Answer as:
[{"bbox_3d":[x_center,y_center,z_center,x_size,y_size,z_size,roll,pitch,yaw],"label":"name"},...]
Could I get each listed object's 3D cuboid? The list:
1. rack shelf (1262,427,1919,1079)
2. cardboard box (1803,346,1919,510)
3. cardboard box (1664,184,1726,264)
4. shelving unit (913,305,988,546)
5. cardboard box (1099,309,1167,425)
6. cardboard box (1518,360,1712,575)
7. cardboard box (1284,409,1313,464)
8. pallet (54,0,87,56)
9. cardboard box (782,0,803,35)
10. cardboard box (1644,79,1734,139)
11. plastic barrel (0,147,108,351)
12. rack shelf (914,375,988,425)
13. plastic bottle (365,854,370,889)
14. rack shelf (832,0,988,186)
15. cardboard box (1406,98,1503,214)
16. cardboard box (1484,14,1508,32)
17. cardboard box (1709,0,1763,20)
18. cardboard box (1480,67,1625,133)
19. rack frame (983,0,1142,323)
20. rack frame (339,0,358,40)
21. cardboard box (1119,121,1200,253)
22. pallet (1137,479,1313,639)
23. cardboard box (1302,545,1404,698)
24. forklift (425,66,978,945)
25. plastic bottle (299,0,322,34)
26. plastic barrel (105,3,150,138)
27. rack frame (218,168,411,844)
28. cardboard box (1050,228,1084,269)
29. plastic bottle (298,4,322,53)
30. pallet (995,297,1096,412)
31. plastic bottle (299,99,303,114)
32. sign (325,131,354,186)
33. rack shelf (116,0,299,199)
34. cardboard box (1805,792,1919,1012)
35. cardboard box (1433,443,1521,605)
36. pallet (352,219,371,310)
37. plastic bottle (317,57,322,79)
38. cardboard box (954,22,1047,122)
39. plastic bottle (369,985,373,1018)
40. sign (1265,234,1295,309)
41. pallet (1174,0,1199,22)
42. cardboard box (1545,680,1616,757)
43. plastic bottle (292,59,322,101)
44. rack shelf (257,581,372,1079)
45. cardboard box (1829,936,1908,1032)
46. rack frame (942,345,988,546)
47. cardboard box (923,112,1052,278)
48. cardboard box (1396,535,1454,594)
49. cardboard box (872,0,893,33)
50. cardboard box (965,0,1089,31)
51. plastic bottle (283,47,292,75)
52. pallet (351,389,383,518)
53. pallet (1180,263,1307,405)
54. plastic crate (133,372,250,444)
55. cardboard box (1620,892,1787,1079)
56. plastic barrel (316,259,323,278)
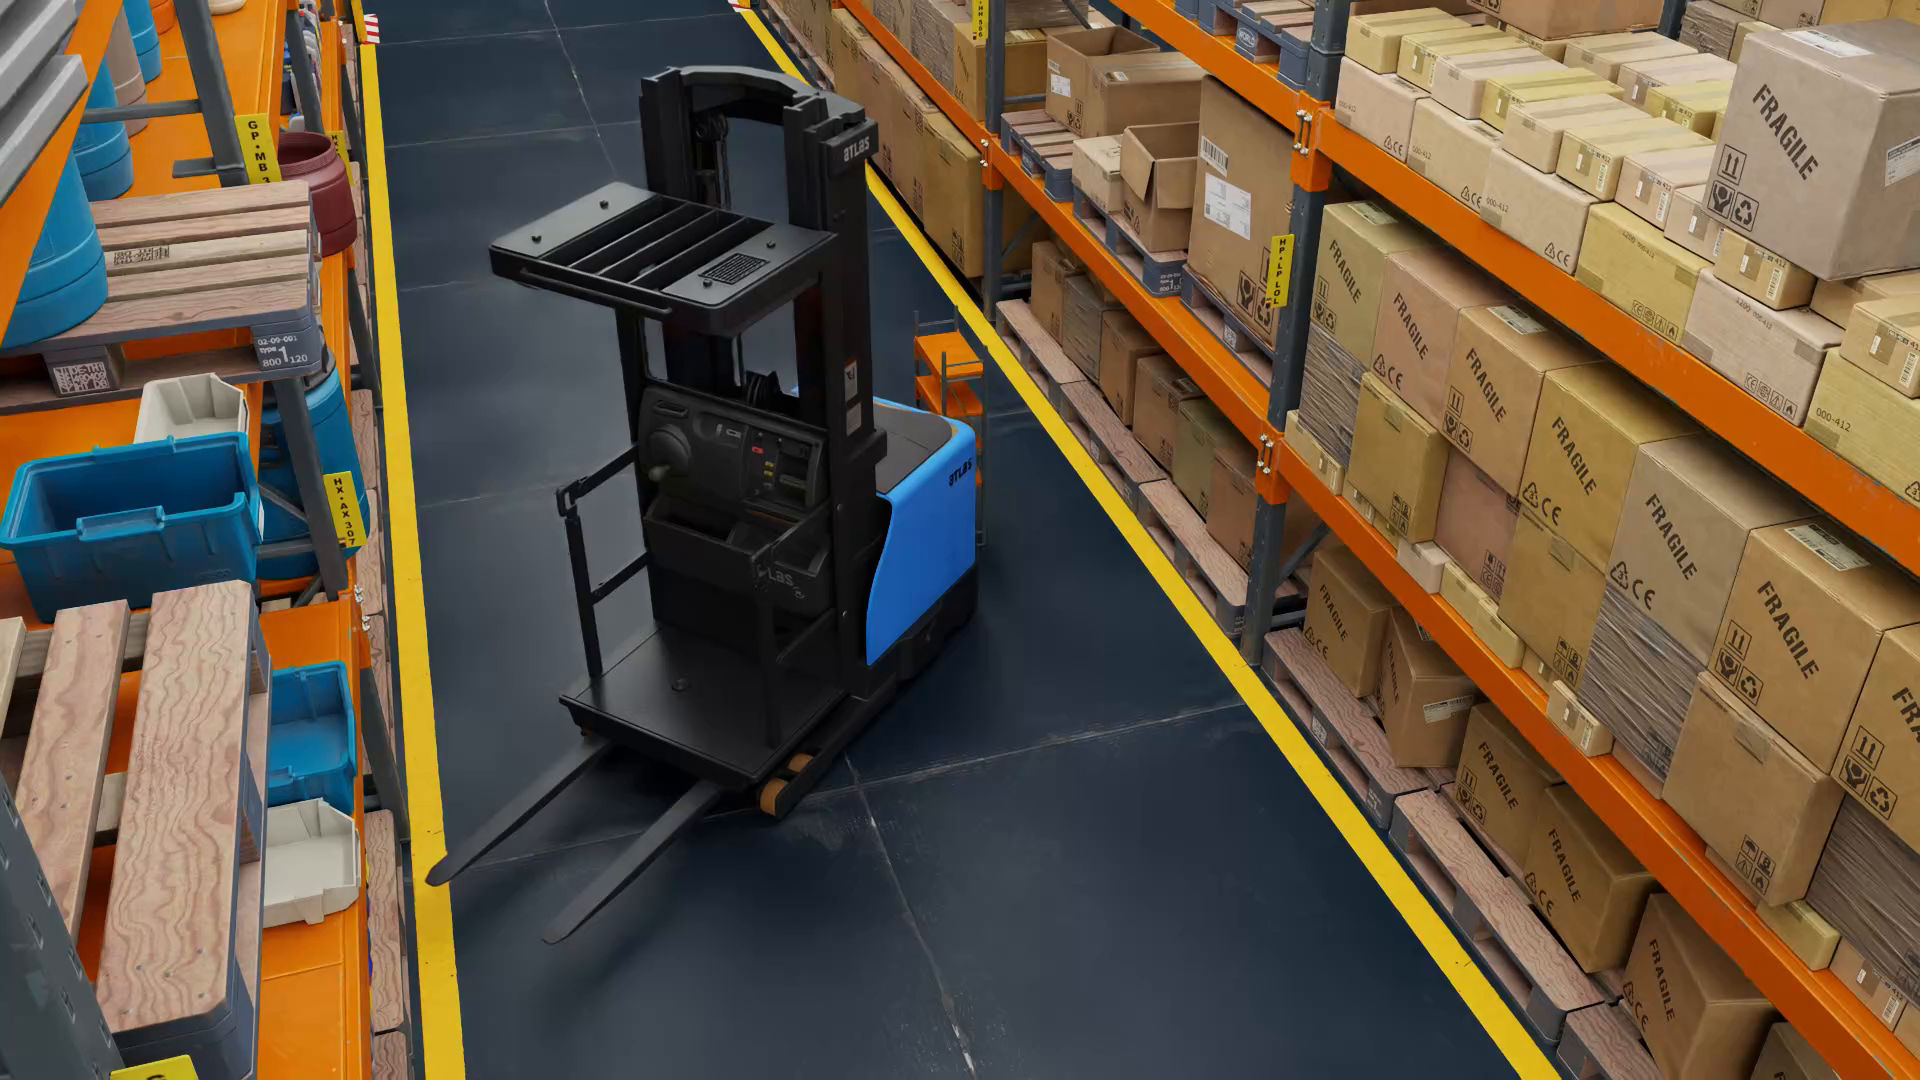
[{"bbox_3d":[2.484,0.608,6.081,1.077,0.370,4.000,-10,35,-15],"label":"rack shelf"},{"bbox_3d":[2.550,-0.303,4.222,0.500,0.250,0.500,-10,35,-14],"label":"cardboard box"},{"bbox_3d":[2.283,-0.927,4.804,0.380,0.149,0.250,-12,35,-17],"label":"cardboard box"},{"bbox_3d":[-0.050,-0.587,8.870,0.258,1.200,0.503,-10,35,-15],"label":"shelving unit"},{"bbox_3d":[1.238,-1.049,9.804,0.700,0.500,0.500,-7,34,-11],"label":"cardboard box"},{"bbox_3d":[2.238,-0.261,5.475,0.500,0.500,0.500,-10,35,-15],"label":"cardboard box"},{"bbox_3d":[1.653,-0.474,7.294,0.380,0.149,0.250,-10,35,-15],"label":"cardboard box"},{"bbox_3d":[-2.189,-1.097,3.101,1.003,0.211,1.213,-10,35,-15],"label":"pallet"},{"bbox_3d":[-1.237,-5.531,16.265,0.875,0.875,0.875,-10,35,-15],"label":"cardboard box"},{"bbox_3d":[2.519,-1.414,5.542,0.380,0.149,0.250,-9,34,-13],"label":"cardboard box"},{"bbox_3d":[-2.641,-1.004,4.312,0.600,0.901,0.708,-10,35,-15],"label":"plastic barrel"},{"bbox_3d":[-0.050,-0.718,8.784,0.258,0.148,0.480,-10,35,-15],"label":"rack shelf"},{"bbox_3d":[-2.382,1.238,6.540,0.061,0.283,0.133,-8,34,-12],"label":"plastic bottle"},{"bbox_3d":[0.044,-3.592,12.437,1.077,0.370,4.000,-10,35,-15],"label":"rack shelf"},{"bbox_3d":[1.934,-1.375,5.844,0.500,0.250,0.500,-10,35,-15],"label":"cardboard box"},{"bbox_3d":[2.248,-1.975,6.391,0.380,0.149,0.250,-9,35,-13],"label":"cardboard box"},{"bbox_3d":[5.536,-3.845,11.169,0.700,0.500,0.500,-10,35,-15],"label":"cardboard box"},{"bbox_3d":[2.004,-1.479,5.640,0.380,0.149,0.250,-9,35,-13],"label":"cardboard box"},{"bbox_3d":[0.654,-2.842,10.650,1.000,3.000,0.127,-10,35,-15],"label":"rack frame"},{"bbox_3d":[-6.503,-6.210,15.746,1.000,3.000,0.127,-10,35,-15],"label":"rack frame"},{"bbox_3d":[1.257,-1.855,8.681,0.797,0.503,0.637,-7,34,-10],"label":"cardboard box"},{"bbox_3d":[1.635,0.013,8.859,1.003,0.211,1.213,-10,35,-15],"label":"pallet"},{"bbox_3d":[1.958,0.342,7.717,0.500,0.500,0.500,-11,35,-16],"label":"cardboard box"},{"bbox_3d":[-1.083,-0.309,6.879,1.130,2.935,3.031,18,37,25],"label":"forklift"},{"bbox_3d":[-4.855,-3.905,12.371,0.152,0.276,0.135,-10,35,-15],"label":"plastic bottle"},{"bbox_3d":[-3.404,-1.944,6.115,0.600,0.901,0.600,0,33,0],"label":"plastic barrel"},{"bbox_3d":[-2.843,0.091,6.211,1.000,3.000,0.127,-10,35,-15],"label":"rack frame"},{"bbox_3d":[0.887,-1.949,10.486,0.500,0.250,0.500,-9,34,-13],"label":"cardboard box"},{"bbox_3d":[-4.691,-3.661,11.934,0.144,0.351,0.185,-10,35,-15],"label":"plastic bottle"},{"bbox_3d":[0.891,-1.268,10.797,1.003,0.211,1.213,-10,35,-15],"label":"pallet"},{"bbox_3d":[-4.149,-2.737,10.607,0.097,0.271,0.097,0,33,0],"label":"plastic bottle"},{"bbox_3d":[-3.541,-2.174,9.490,0.100,0.325,0.005,-10,35,-15],"label":"sign"},{"bbox_3d":[-3.453,-1.911,7.172,1.077,0.370,4.000,-10,35,-15],"label":"rack shelf"},{"bbox_3d":[2.953,0.899,4.628,0.875,0.500,0.500,-10,35,-15],"label":"cardboard box"},{"bbox_3d":[2.320,-0.147,6.211,0.875,0.500,0.500,-10,35,-15],"label":"cardboard box"},{"bbox_3d":[-4.712,-1.892,11.742,1.003,0.211,1.213,-10,35,-15],"label":"pallet"},{"bbox_3d":[-4.487,-3.290,11.508,0.097,0.201,0.097,0,33,0],"label":"plastic bottle"},{"bbox_3d":[0.267,-3.101,10.951,0.500,0.500,0.500,-9,35,-13],"label":"cardboard box"},{"bbox_3d":[-2.215,1.572,5.973,0.144,0.351,0.185,-10,35,-15],"label":"plastic bottle"},{"bbox_3d":[1.347,-1.130,7.008,0.100,0.325,0.005,-10,35,-15],"label":"sign"},{"bbox_3d":[1.468,-2.801,8.037,1.213,0.211,1.003,-10,35,-15],"label":"pallet"},{"bbox_3d":[2.253,0.578,5.702,0.380,0.149,0.250,-10,35,-15],"label":"cardboard box"},{"bbox_3d":[-4.355,-3.083,11.059,0.144,0.351,0.185,-10,35,-15],"label":"plastic bottle"},{"bbox_3d":[-2.233,1.441,4.820,1.077,0.370,4.000,-10,35,-15],"label":"rack shelf"},{"bbox_3d":[2.735,1.217,4.735,0.380,0.149,0.250,-10,35,-15],"label":"cardboard box"},{"bbox_3d":[0.024,-0.459,8.676,0.240,1.200,0.015,-10,35,-15],"label":"rack frame"},{"bbox_3d":[0.463,-2.497,11.673,1.225,0.875,0.875,-12,35,-17],"label":"cardboard box"},{"bbox_3d":[1.942,0.054,6.495,0.380,0.149,0.250,-10,35,-15],"label":"cardboard box"},{"bbox_3d":[-0.358,-4.174,12.574,0.500,0.500,0.500,-11,35,-16],"label":"cardboard box"},{"bbox_3d":[0.446,-3.689,10.931,0.797,0.503,0.637,-9,34,-13],"label":"cardboard box"},{"bbox_3d":[-4.591,-3.223,11.343,0.097,0.271,0.097,0,33,0],"label":"plastic bottle"},{"bbox_3d":[-3.864,-0.433,9.533,1.003,0.211,1.213,-10,35,-15],"label":"pallet"},{"bbox_3d":[1.779,-1.088,8.169,1.003,0.211,1.213,-10,35,-15],"label":"pallet"},{"bbox_3d":[-1.968,-0.276,4.285,0.243,0.136,0.396,-10,35,-15],"label":"plastic crate"},{"bbox_3d":[2.705,1.587,5.833,0.500,0.500,0.500,-1,33,-2],"label":"cardboard box"},{"bbox_3d":[-3.546,-1.552,8.596,0.421,0.512,0.421,0,33,0],"label":"plastic barrel"}]
